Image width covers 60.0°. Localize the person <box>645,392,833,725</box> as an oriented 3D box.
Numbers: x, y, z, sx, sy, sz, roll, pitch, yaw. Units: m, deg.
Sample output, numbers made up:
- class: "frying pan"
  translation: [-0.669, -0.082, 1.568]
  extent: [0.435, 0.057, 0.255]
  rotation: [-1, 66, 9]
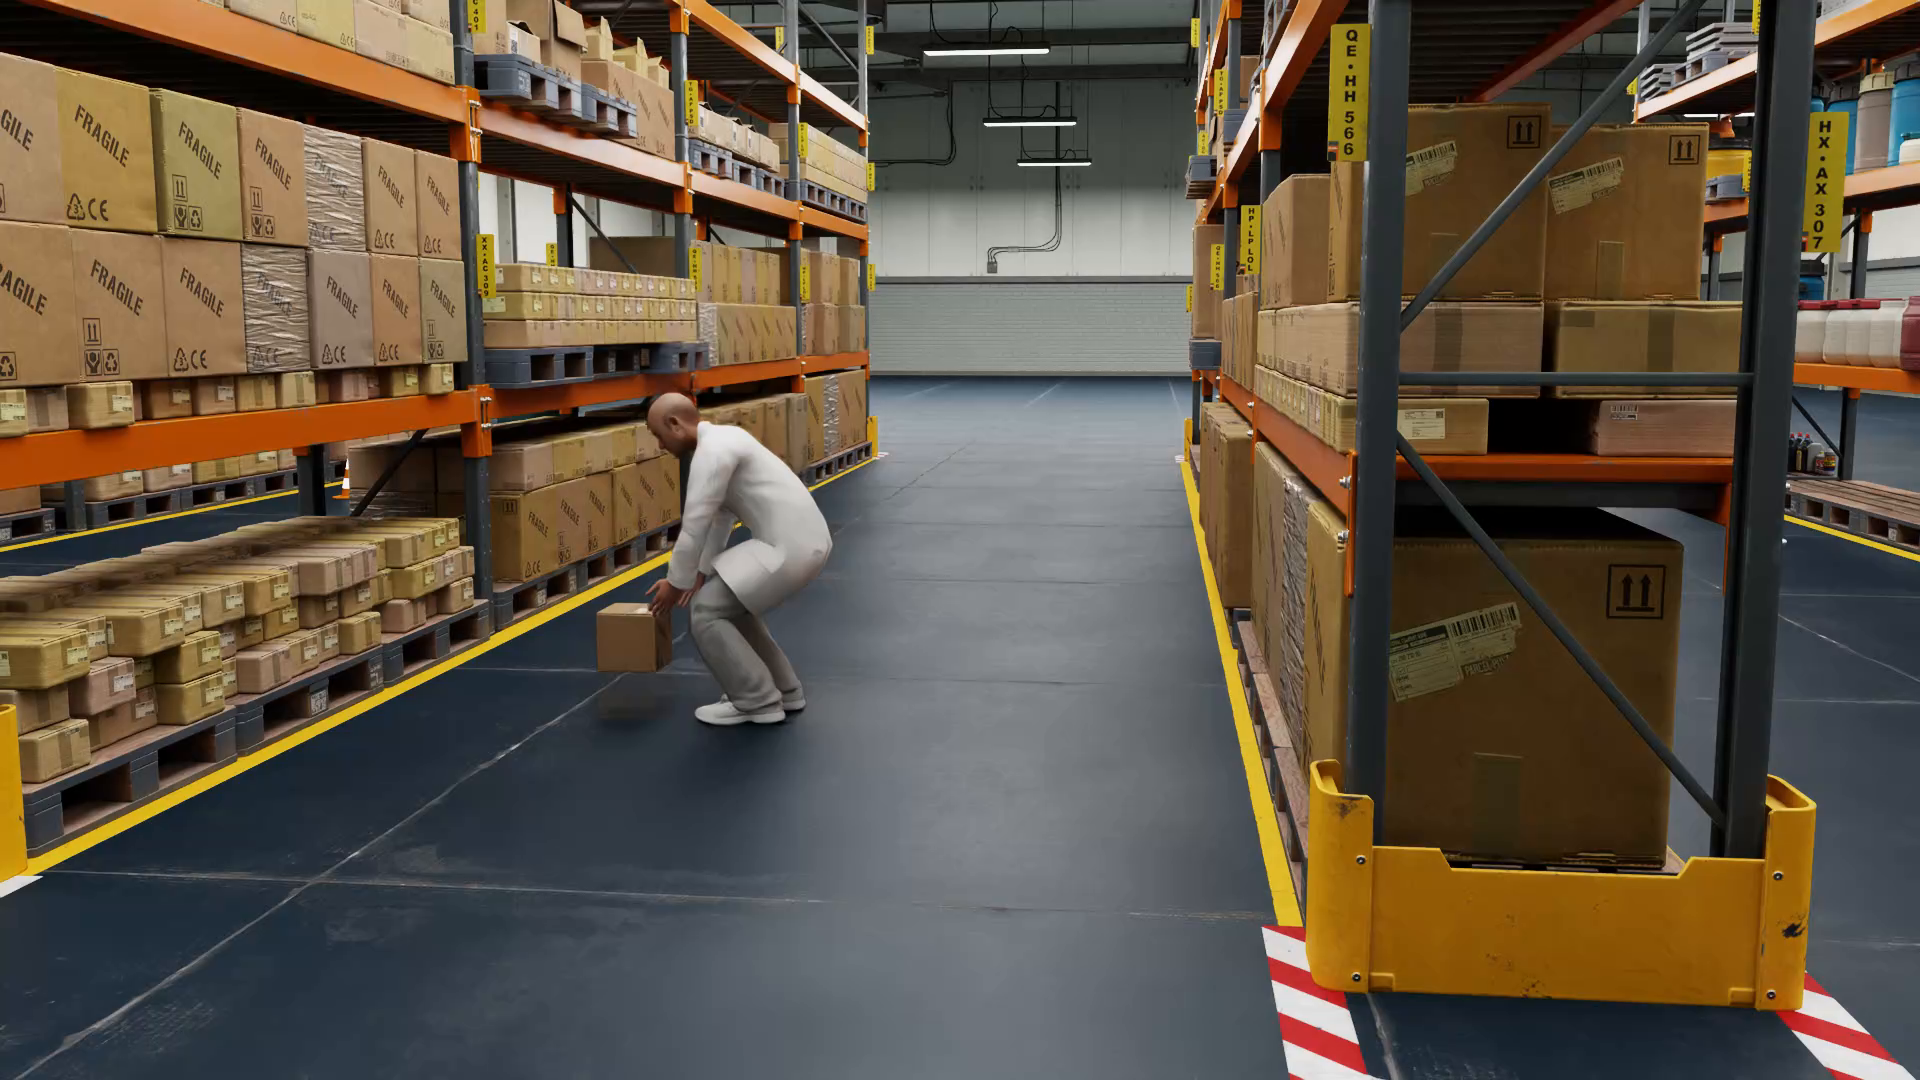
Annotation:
- class: "person"
  translation: [-0.913, 0.071, 6.906]
  extent: [0.749, 1.365, 0.632]
  rotation: [1, 7, 6]
